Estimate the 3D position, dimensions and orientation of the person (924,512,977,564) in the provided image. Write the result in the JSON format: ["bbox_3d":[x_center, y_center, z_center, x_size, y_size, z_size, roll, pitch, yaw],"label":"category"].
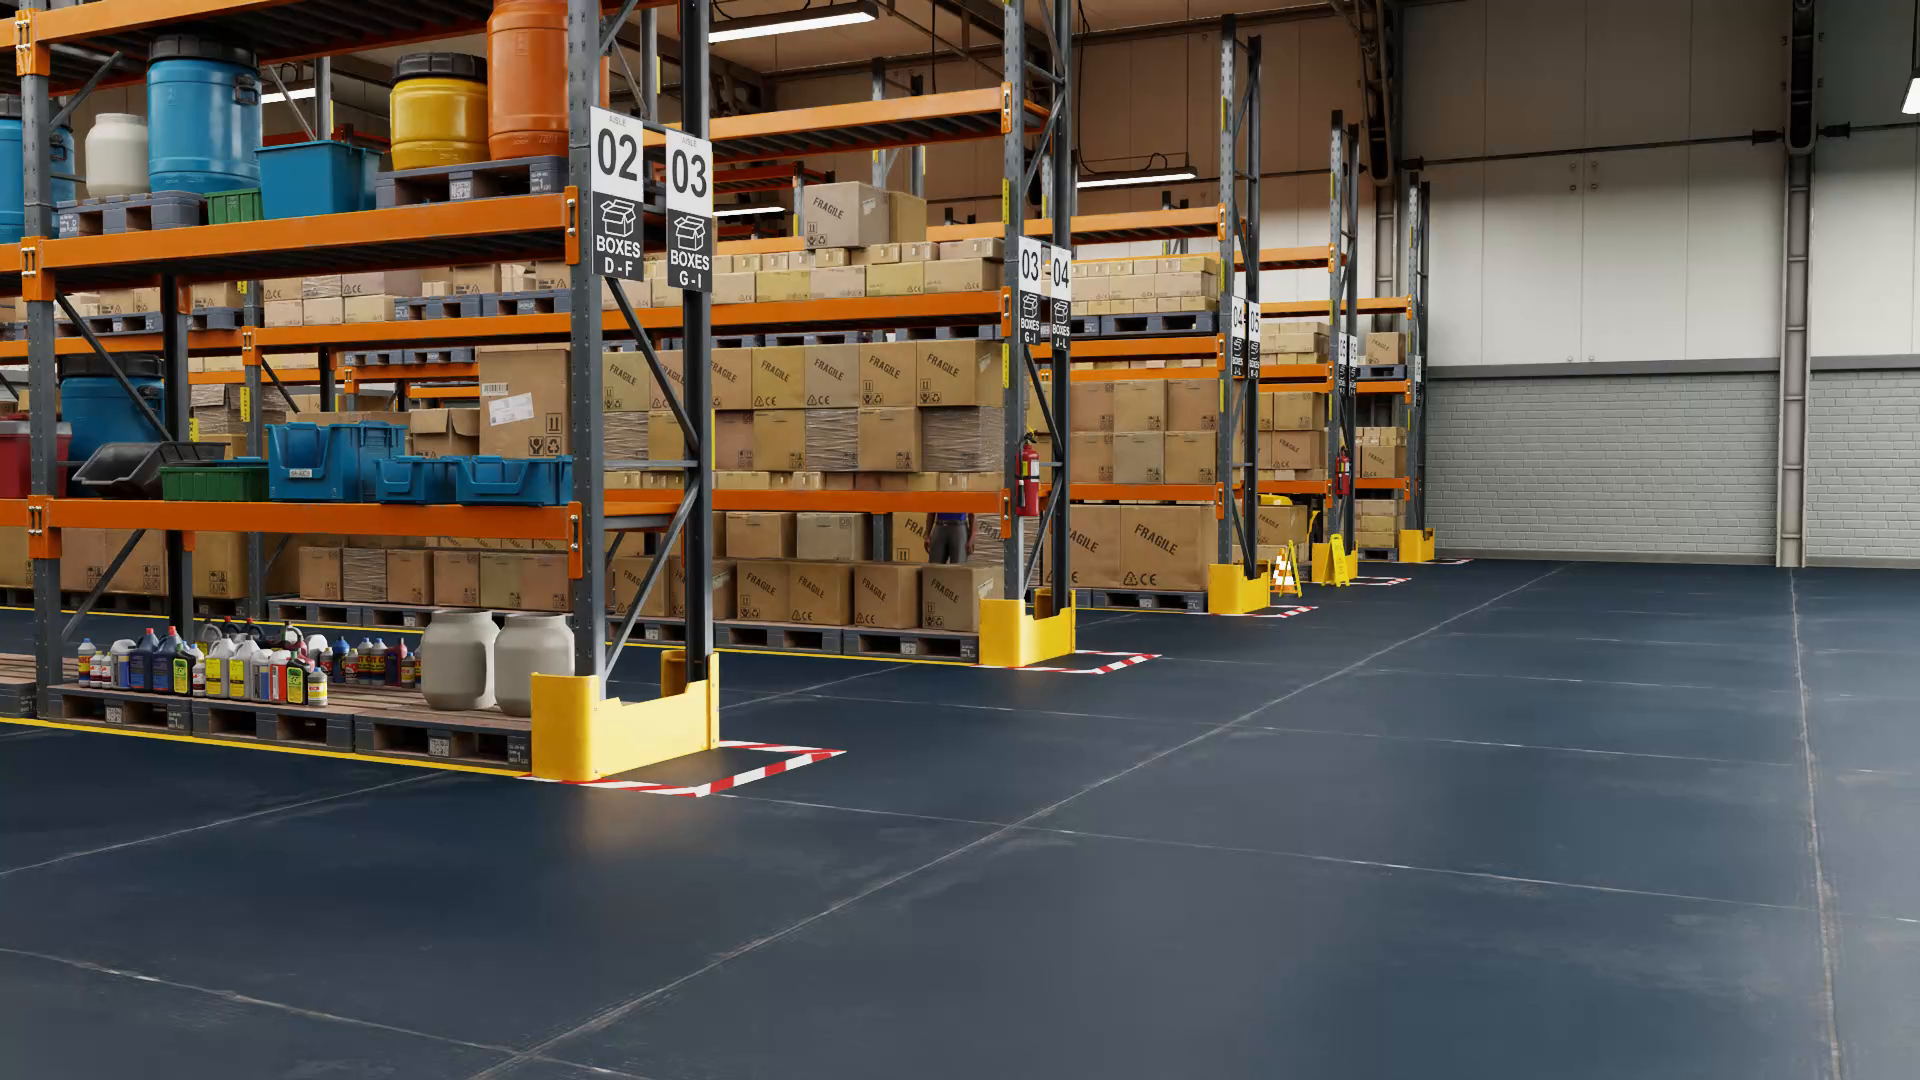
[{"bbox_3d":[-0.091,-0.041,15.179,0.494,1.584,0.348,1,3,23],"label":"person"}]
